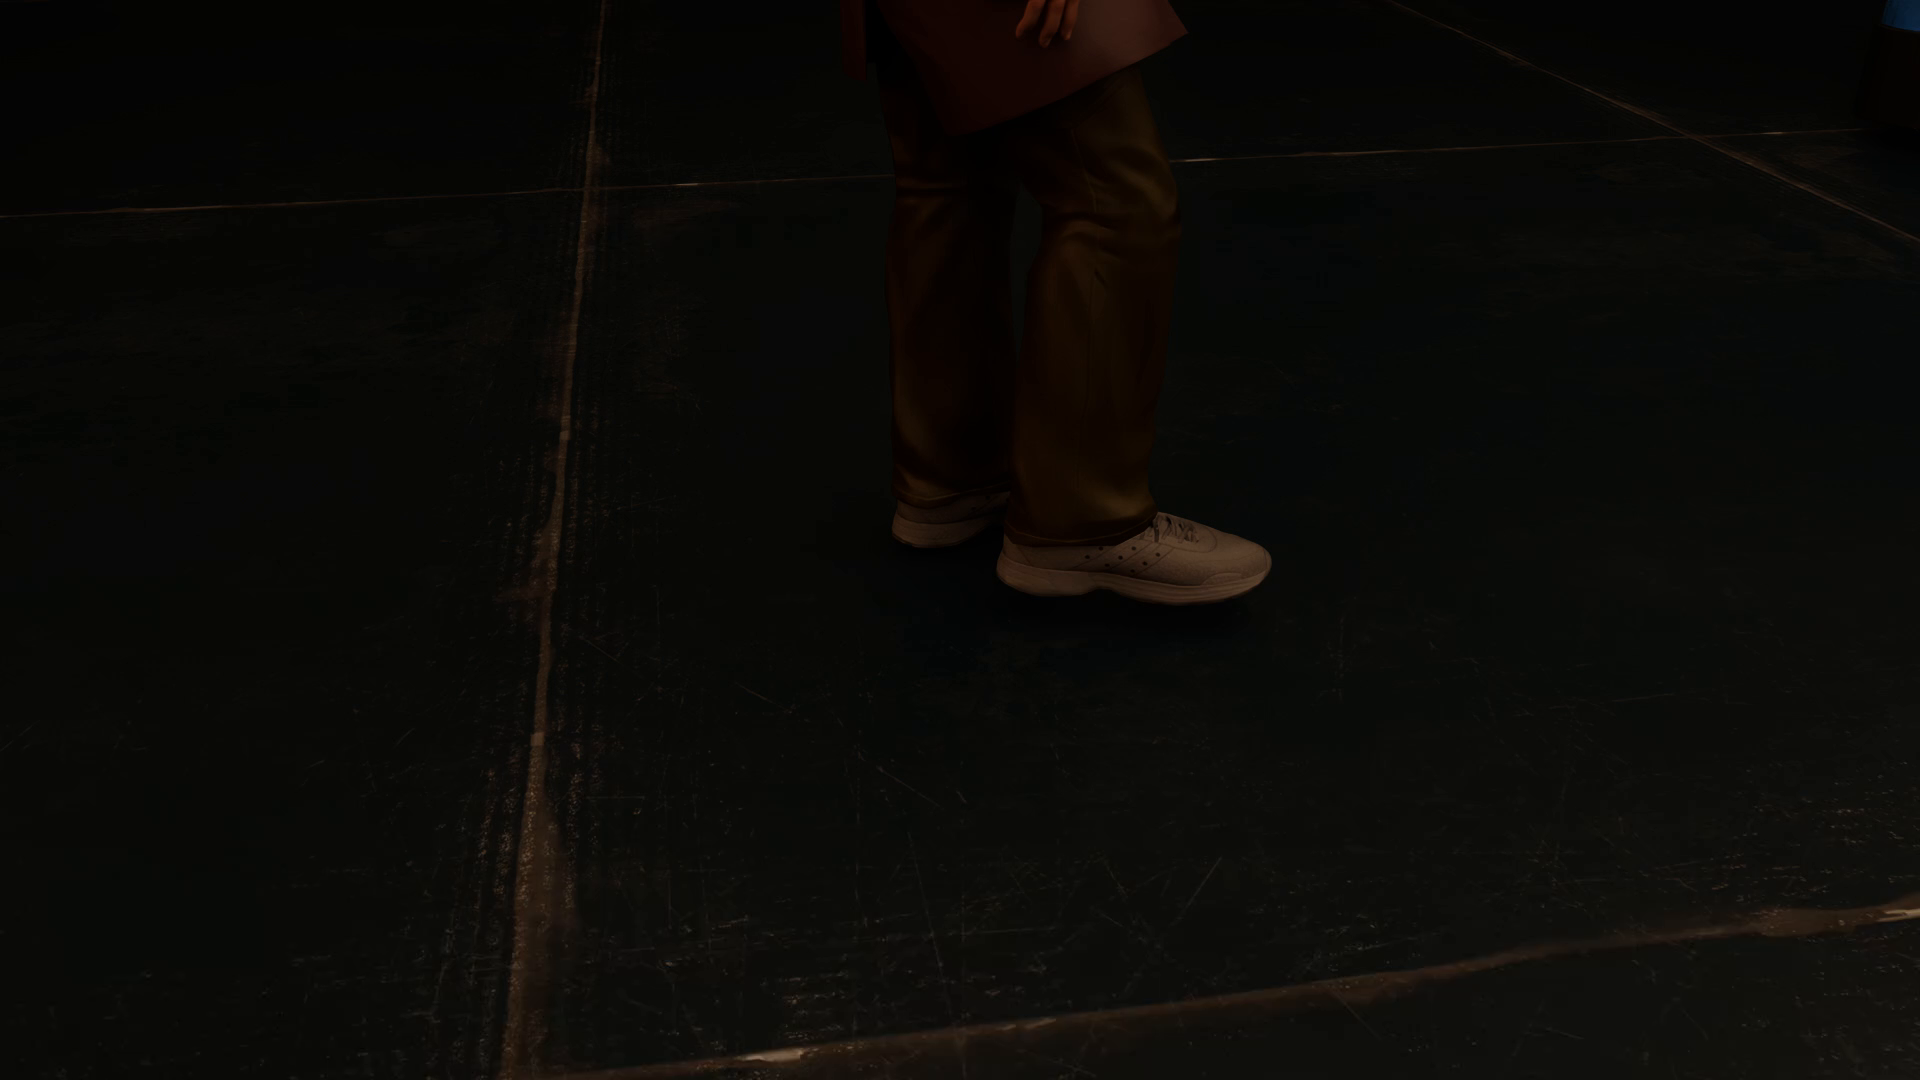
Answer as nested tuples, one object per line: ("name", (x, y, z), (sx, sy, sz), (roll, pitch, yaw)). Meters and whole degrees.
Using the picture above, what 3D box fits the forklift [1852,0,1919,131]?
("forklift", (3.919, -2.620, 4.311), (3.031, 2.935, 1.130), (-19, 34, -32))

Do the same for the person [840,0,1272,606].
("person", (0.092, -0.797, 2.090), (0.580, 1.777, 0.698), (-5, 28, -9))
